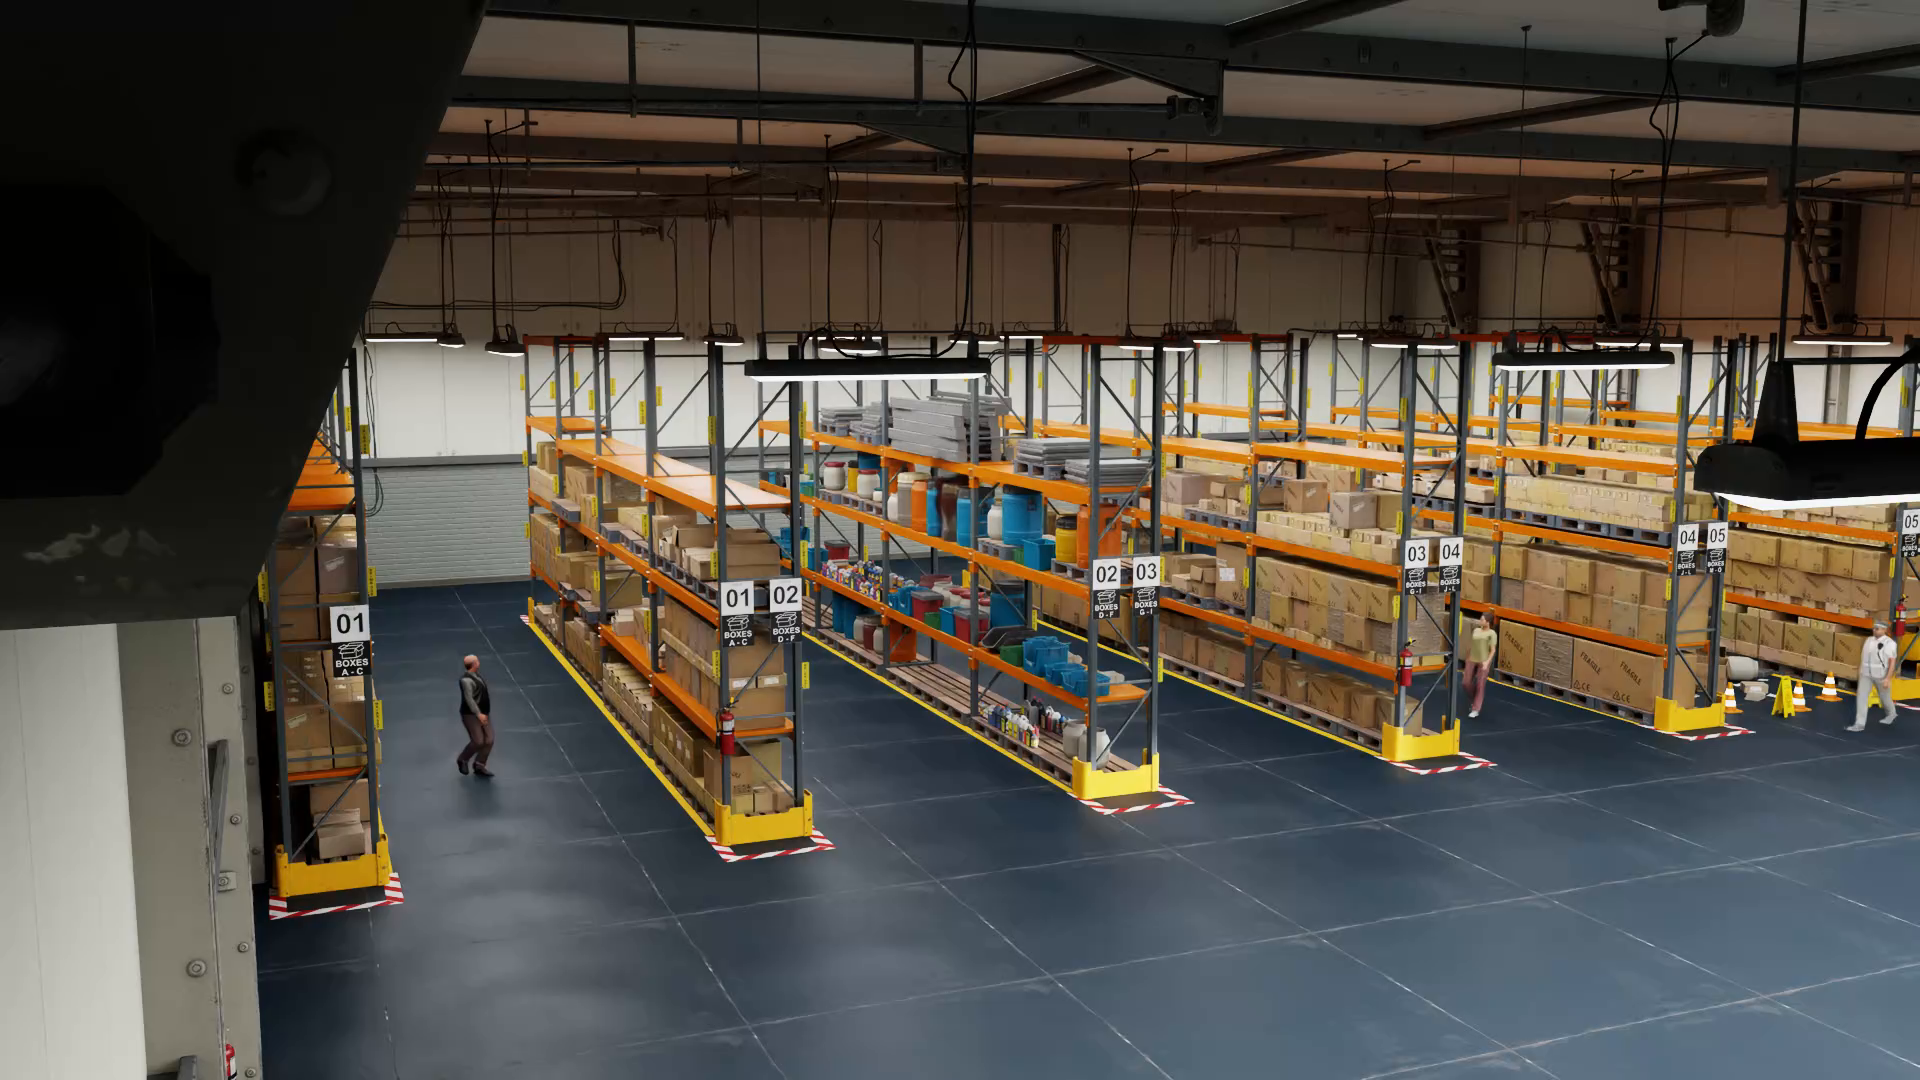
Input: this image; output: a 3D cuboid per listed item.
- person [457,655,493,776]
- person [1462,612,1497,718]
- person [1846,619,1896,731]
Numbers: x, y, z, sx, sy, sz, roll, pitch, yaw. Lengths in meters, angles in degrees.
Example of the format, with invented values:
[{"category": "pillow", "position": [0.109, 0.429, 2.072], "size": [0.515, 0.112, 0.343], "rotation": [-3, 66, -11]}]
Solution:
[{"category": "person", "position": [-6.713, 2.438, 23.126], "size": [0.556, 1.715, 0.606], "rotation": [3, 8, 18]}, {"category": "person", "position": [8.283, 1.982, 26.581], "size": [0.513, 1.654, 0.614], "rotation": [6, 10, 37]}, {"category": "person", "position": [14.129, 2.072, 25.606], "size": [0.976, 1.736, 0.511], "rotation": [-7, 10, -43]}]
